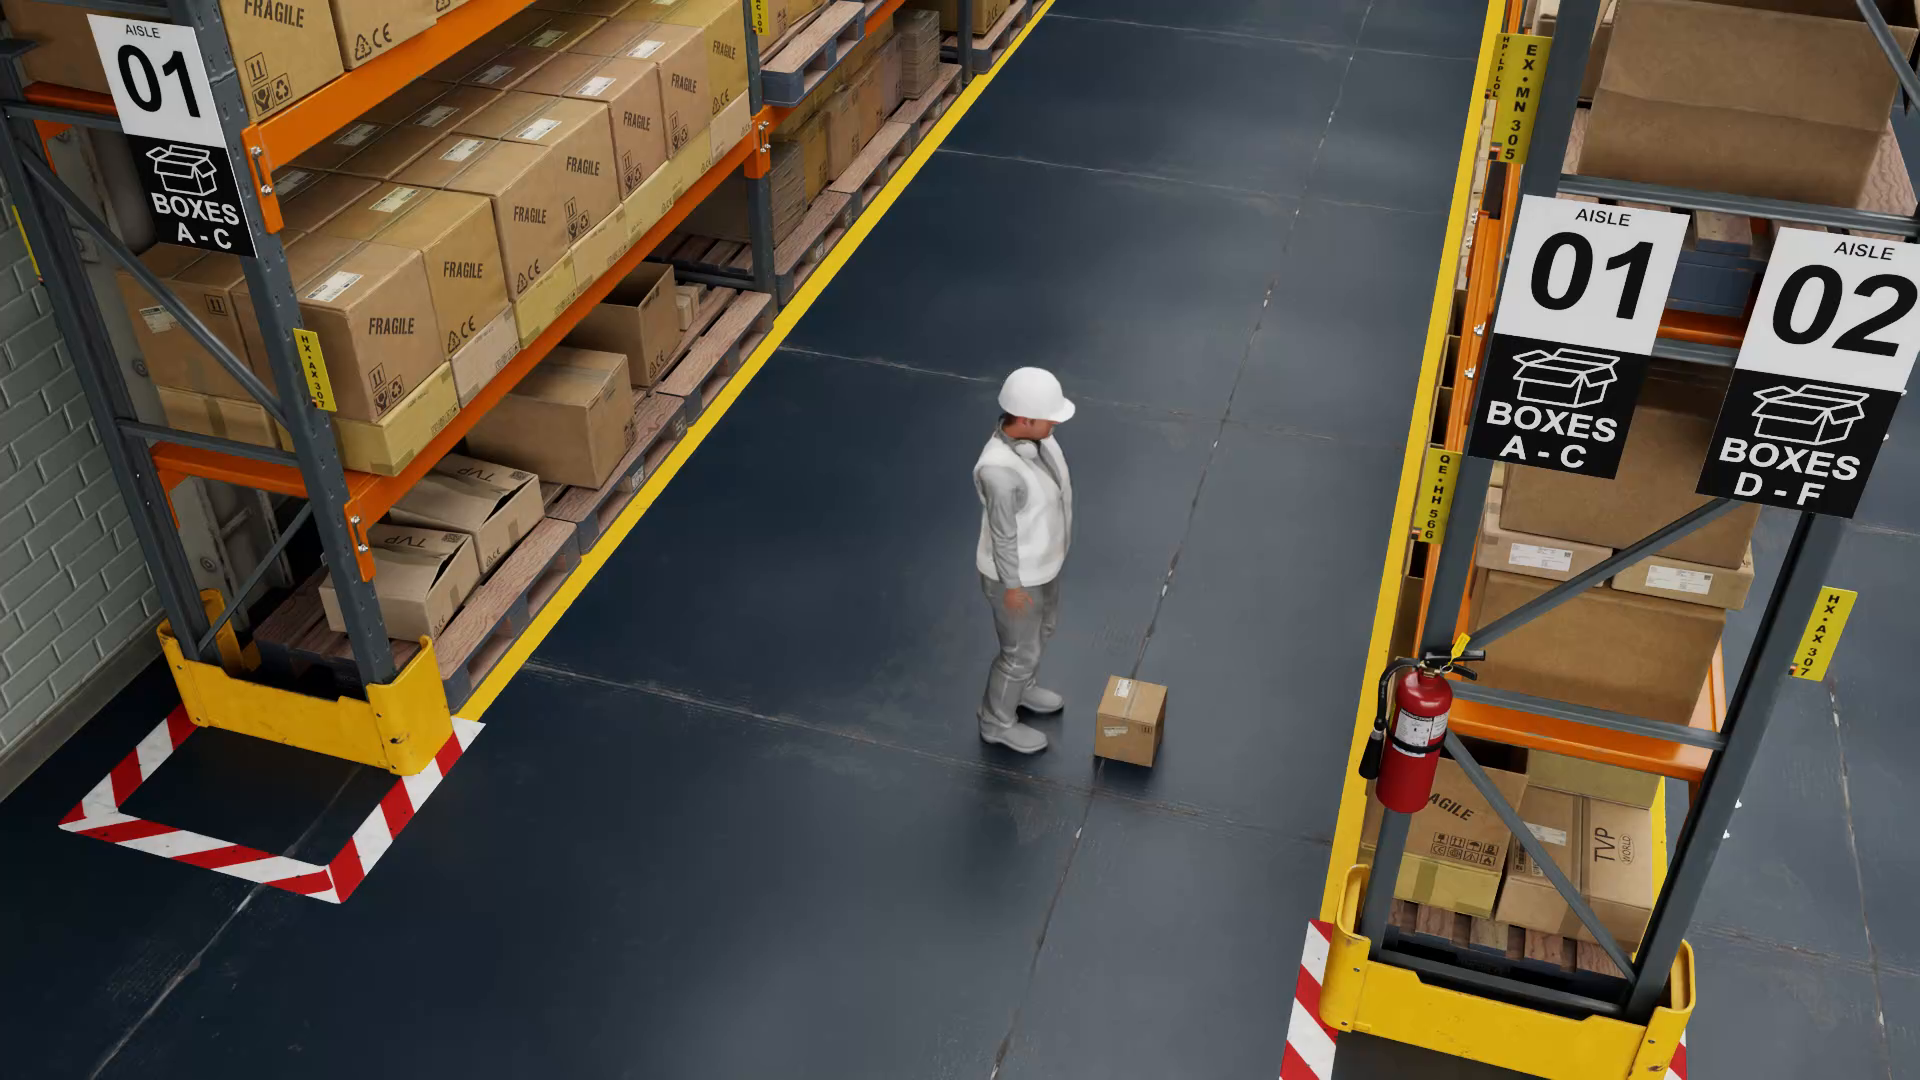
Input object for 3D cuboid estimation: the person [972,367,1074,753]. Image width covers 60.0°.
[{"bbox_3d":[0.264,0.066,6.791,0.357,1.764,0.533,11,38,15],"label":"person"}]
